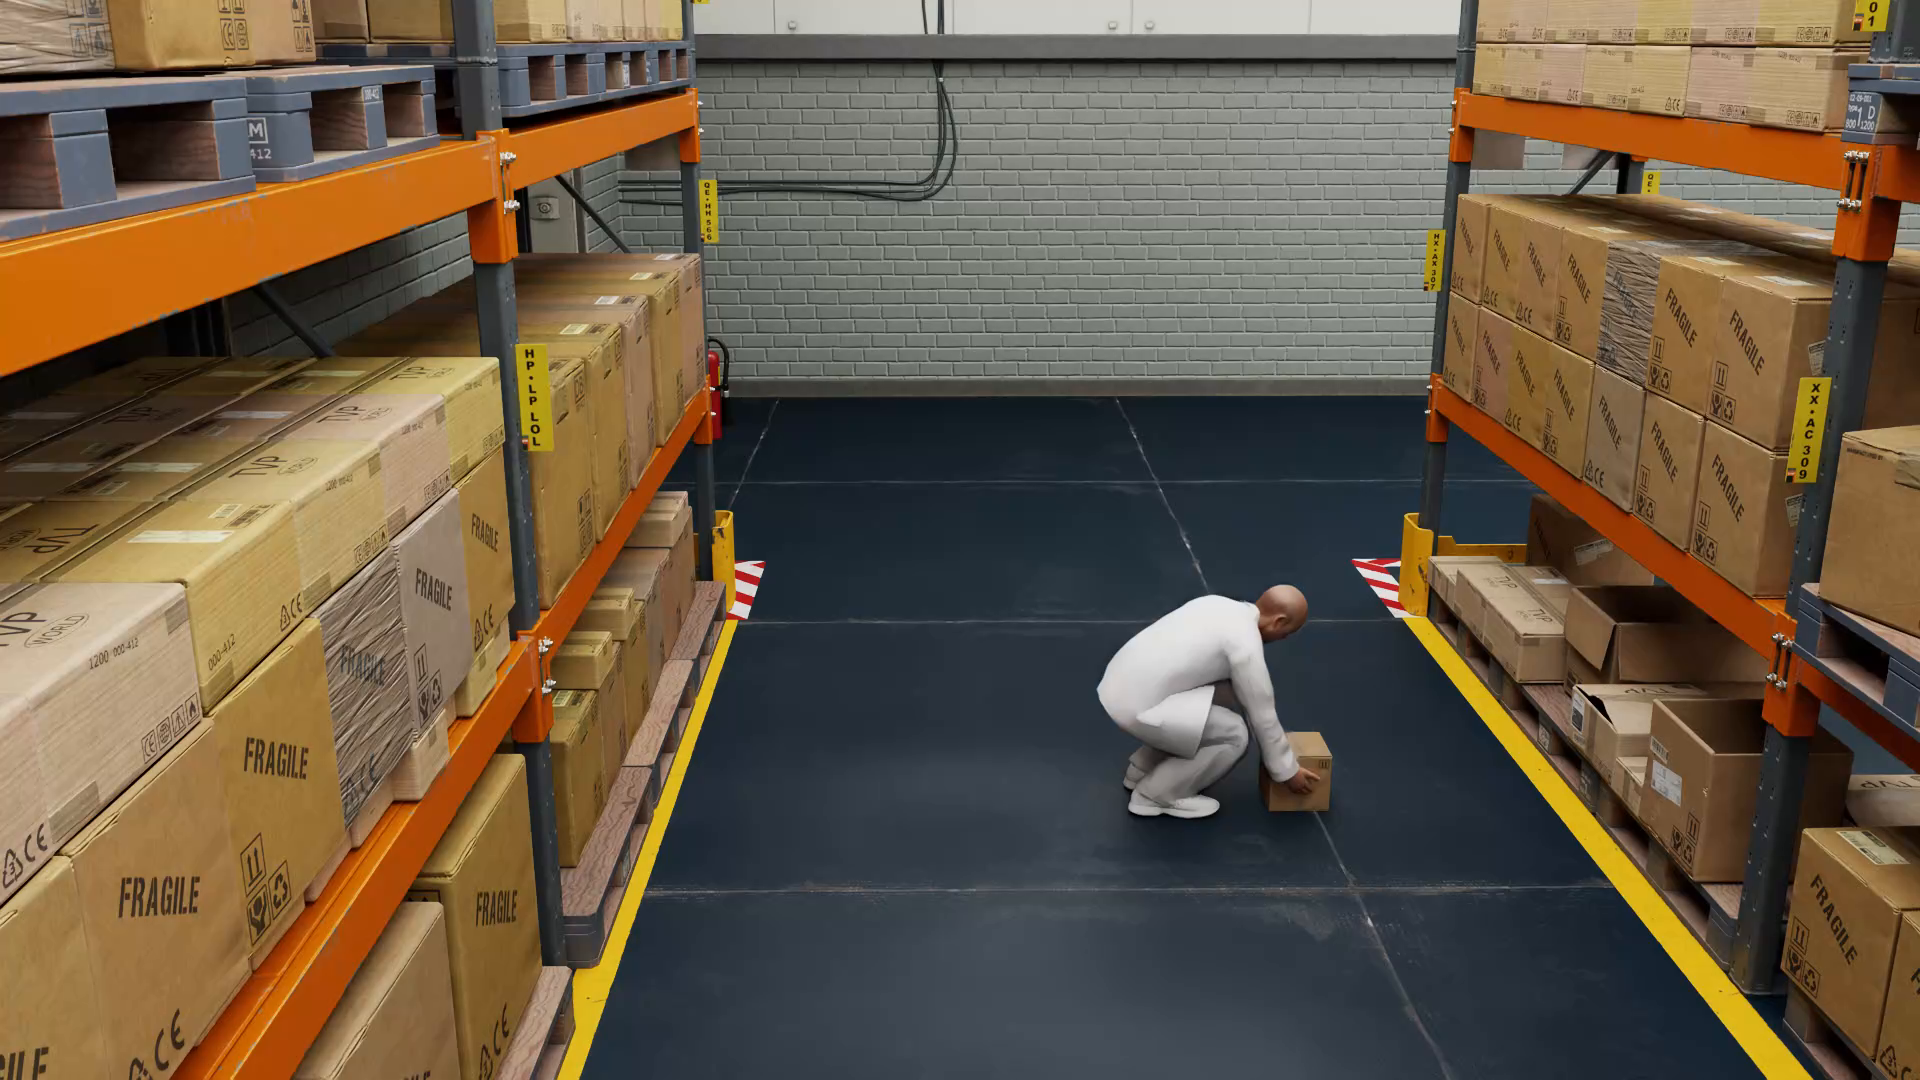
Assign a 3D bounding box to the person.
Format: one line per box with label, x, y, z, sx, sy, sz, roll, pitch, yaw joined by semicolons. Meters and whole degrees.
person;1.024;0.659;6.905;0.913;0.904;0.608;0;17;-1
